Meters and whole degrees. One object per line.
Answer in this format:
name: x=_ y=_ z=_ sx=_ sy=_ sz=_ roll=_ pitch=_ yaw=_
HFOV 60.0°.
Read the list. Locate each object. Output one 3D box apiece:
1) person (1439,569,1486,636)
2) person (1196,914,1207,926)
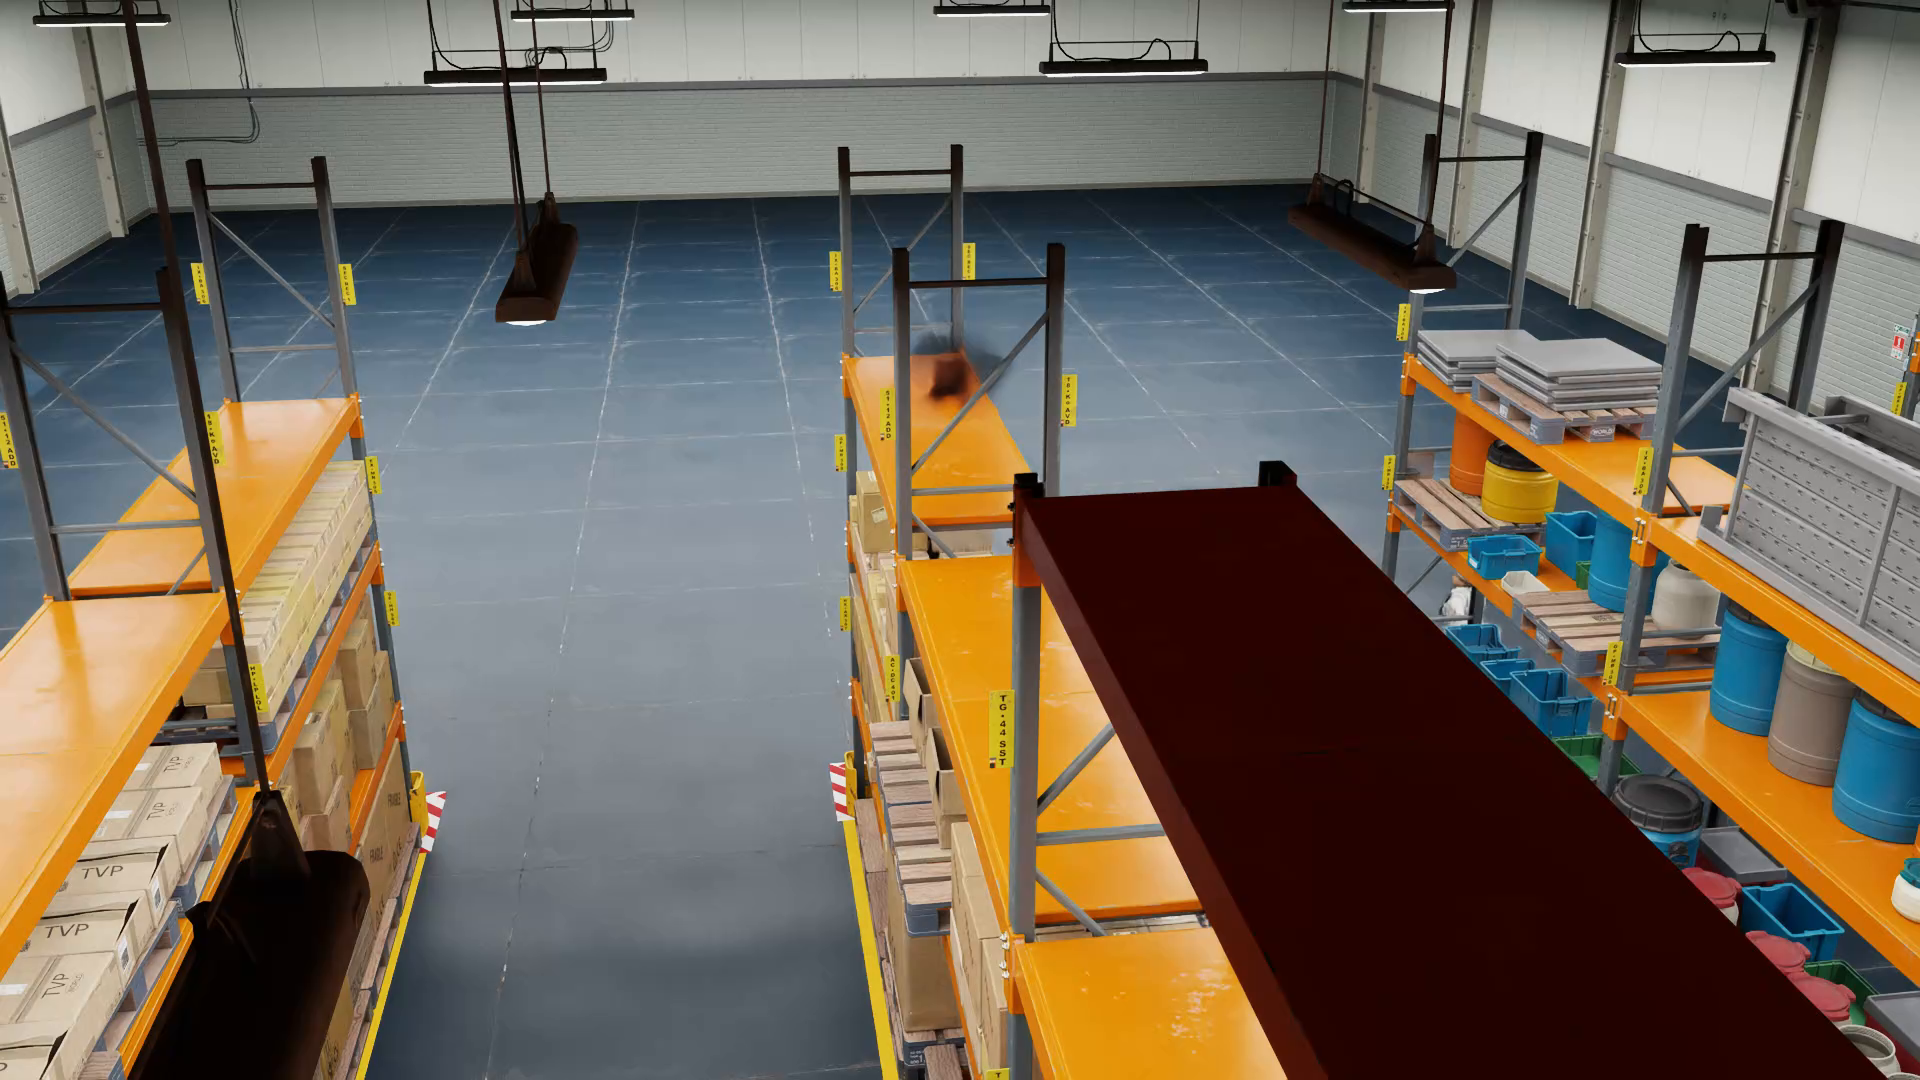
person: x=5.085 y=0.971 z=16.973 sx=0.700 sy=1.632 sz=0.641 roll=18 pitch=28 yaw=38
person: x=1.415 y=2.749 z=11.615 sx=0.607 sy=1.805 sz=0.957 roll=-5 pitch=22 yaw=-13
